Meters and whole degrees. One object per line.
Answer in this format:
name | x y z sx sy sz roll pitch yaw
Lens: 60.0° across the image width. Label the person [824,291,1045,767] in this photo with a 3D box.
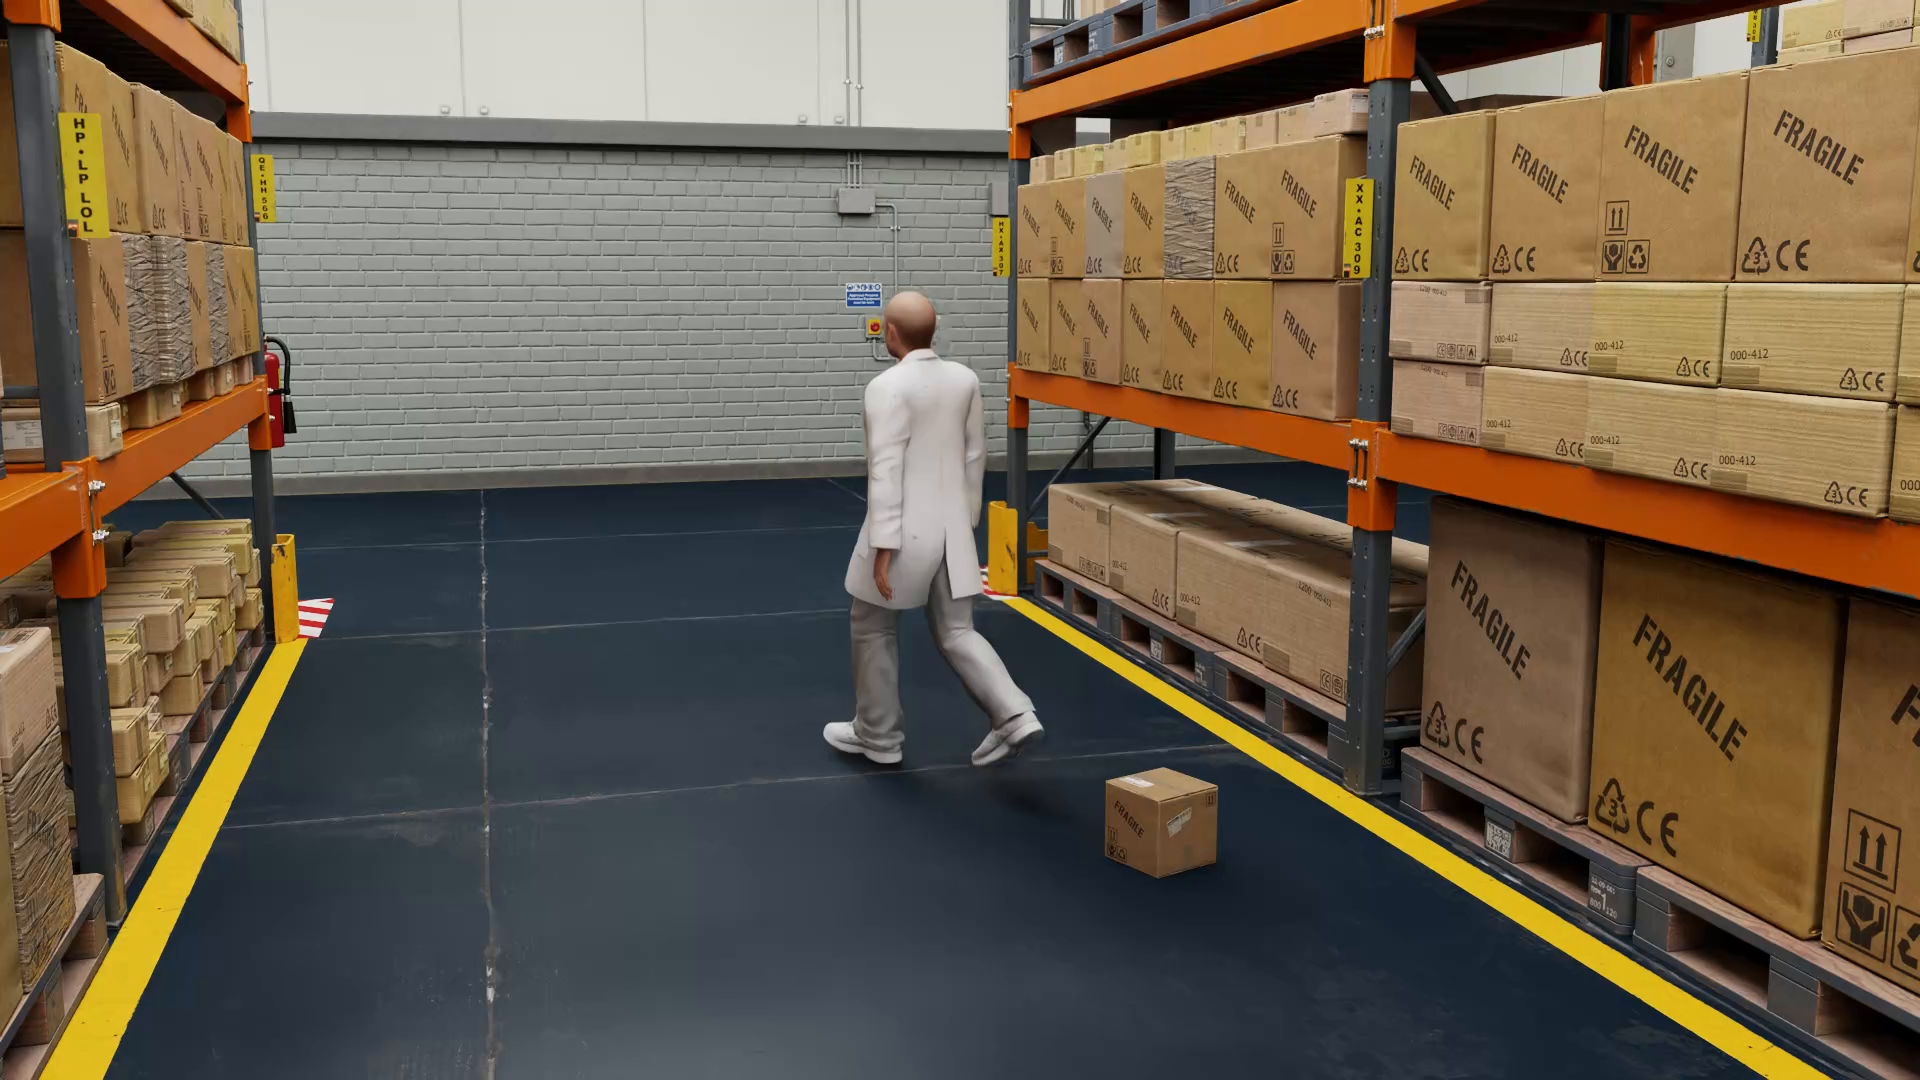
person | -0.097 -0.014 5.986 0.604 1.743 1.037 -8 12 -41
